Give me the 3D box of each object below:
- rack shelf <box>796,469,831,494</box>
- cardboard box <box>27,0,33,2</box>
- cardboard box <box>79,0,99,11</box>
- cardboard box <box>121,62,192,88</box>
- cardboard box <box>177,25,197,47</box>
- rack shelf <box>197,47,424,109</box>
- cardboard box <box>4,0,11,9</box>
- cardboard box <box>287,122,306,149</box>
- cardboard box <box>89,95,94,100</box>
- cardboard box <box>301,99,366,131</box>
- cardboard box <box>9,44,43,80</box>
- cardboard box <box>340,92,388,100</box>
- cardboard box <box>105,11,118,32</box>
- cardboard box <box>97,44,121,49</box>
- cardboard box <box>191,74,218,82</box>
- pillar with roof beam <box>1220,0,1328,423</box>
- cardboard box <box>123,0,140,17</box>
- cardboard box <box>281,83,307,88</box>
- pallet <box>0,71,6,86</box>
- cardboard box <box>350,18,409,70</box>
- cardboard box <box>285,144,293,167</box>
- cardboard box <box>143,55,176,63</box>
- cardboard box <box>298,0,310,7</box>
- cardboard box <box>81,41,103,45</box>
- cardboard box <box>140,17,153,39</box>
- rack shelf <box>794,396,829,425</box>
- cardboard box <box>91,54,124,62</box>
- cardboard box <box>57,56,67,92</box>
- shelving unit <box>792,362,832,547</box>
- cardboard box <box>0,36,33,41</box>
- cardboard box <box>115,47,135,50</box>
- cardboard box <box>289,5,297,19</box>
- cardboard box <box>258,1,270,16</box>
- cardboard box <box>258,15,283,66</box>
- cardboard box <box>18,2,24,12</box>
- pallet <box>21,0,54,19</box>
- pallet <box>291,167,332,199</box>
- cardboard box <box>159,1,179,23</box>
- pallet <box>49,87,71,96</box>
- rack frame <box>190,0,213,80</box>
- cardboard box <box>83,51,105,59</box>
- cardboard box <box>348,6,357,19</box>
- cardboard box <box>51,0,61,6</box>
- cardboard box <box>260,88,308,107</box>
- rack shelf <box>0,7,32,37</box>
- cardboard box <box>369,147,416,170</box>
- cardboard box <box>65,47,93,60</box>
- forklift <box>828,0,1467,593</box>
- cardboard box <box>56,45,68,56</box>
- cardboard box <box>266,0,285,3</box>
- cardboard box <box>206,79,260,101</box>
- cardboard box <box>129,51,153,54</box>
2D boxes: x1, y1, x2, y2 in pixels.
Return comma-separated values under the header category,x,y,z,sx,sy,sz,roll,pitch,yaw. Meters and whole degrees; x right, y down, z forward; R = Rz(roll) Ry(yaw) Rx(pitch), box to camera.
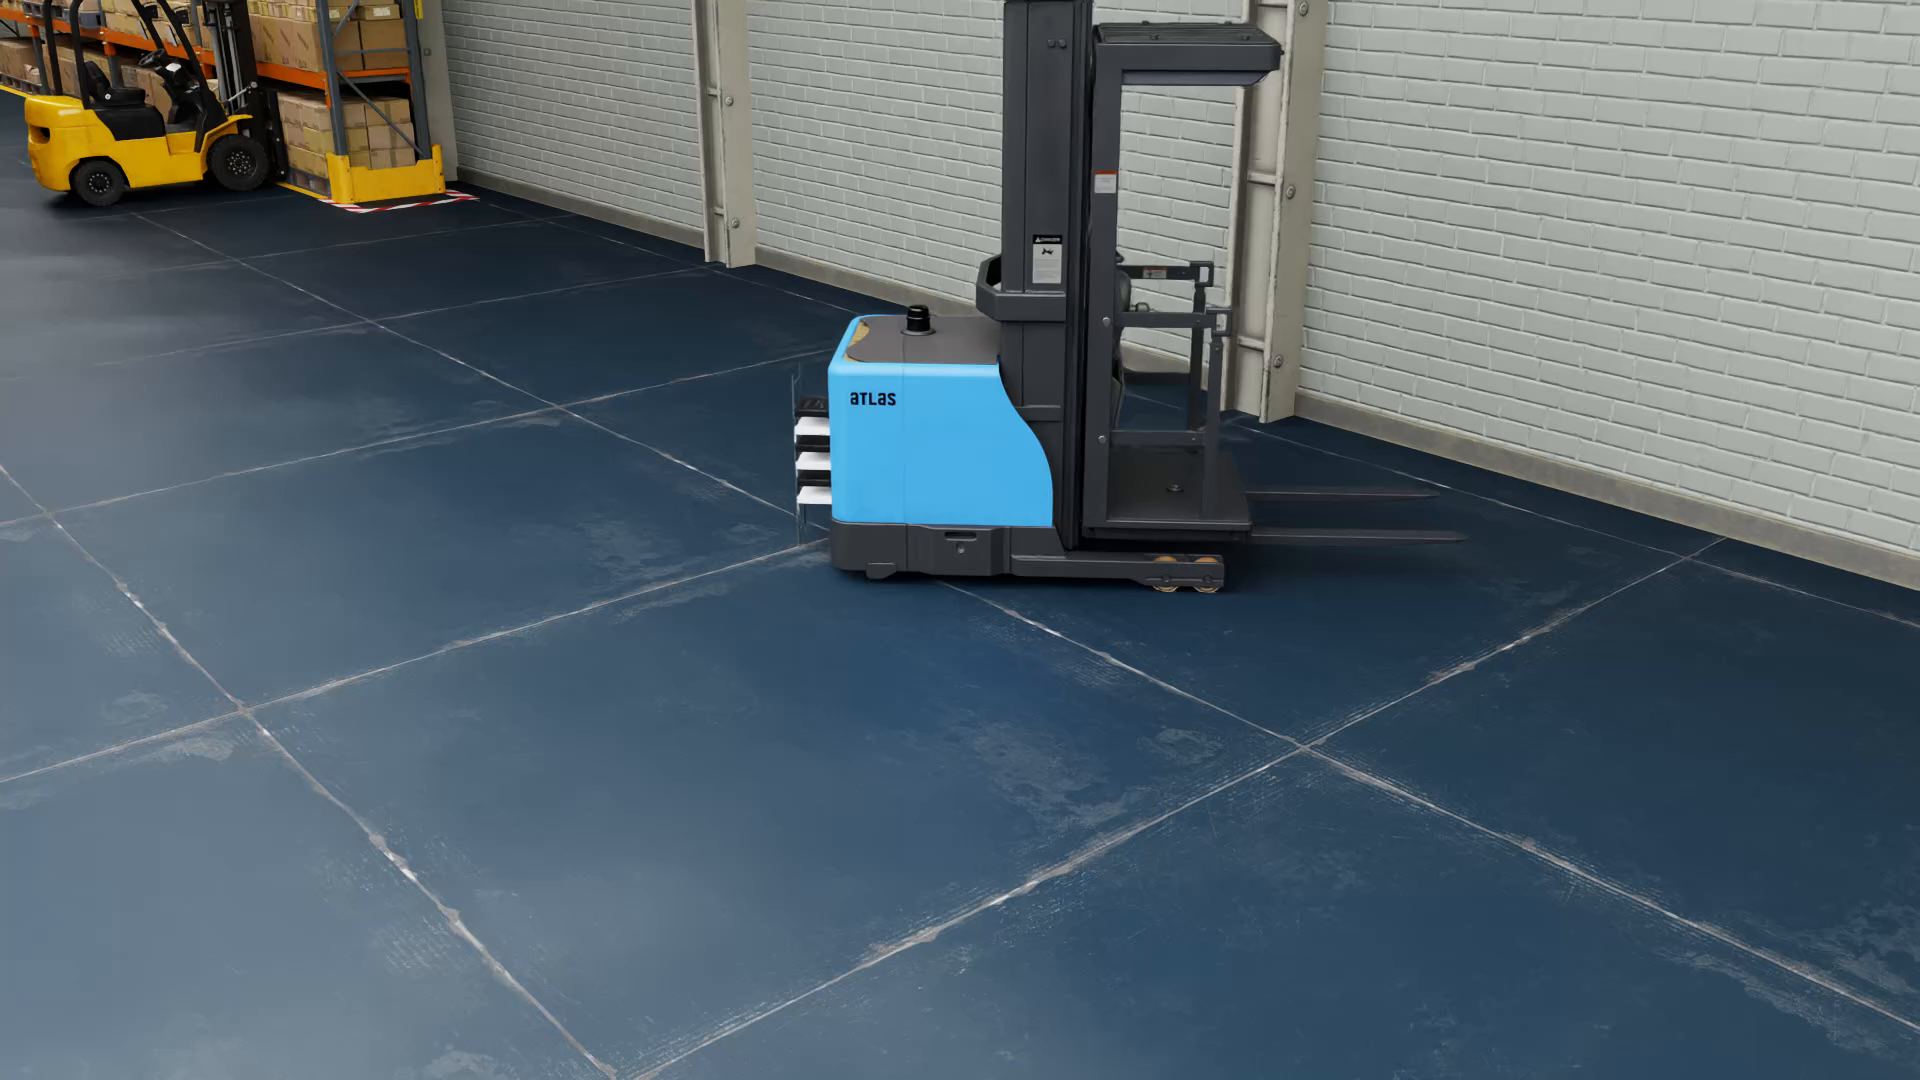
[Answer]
category,x,y,z,sx,sy,sz,roll,pitch,yaw
rack shelf,-0.704,-0.309,8.376,0.200,0.077,0.258,1,21,4
cardboard box,-13.863,-8.491,25.337,0.700,0.500,0.500,-17,27,-36
cardboard box,-12.117,-7.499,23.287,0.380,0.149,0.250,-17,27,-36
cardboard box,-11.001,-6.245,22.995,0.875,0.625,0.625,-16,27,-36
cardboard box,-9.314,-6.233,20.489,0.500,0.250,0.500,-17,27,-36
rack shelf,-7.481,-5.338,18.986,1.077,0.370,4.000,-17,27,-37
cardboard box,-15.121,-8.622,26.730,0.380,0.149,0.250,-18,28,-38
cardboard box,-7.050,-4.470,18.291,0.500,0.250,0.500,-18,28,-38
cardboard box,-12.499,-6.713,24.361,0.500,0.500,0.500,-16,27,-35
cardboard box,-6.713,-4.554,17.822,0.500,0.250,0.500,-16,27,-36
cardboard box,-15.086,-7.849,27.262,0.700,0.500,0.500,-19,28,-39
cardboard box,-6.675,-4.816,18.491,0.500,0.250,0.500,-17,27,-37
cardboard box,-11.293,-7.080,22.653,0.500,0.250,0.500,-17,27,-37
cardboard box,-13.022,-7.535,25.572,0.380,0.149,0.250,-19,28,-40
cardboard box,-9.637,-5.673,21.535,0.875,0.625,0.625,-18,28,-38
pillar with roof beam,-1.376,-3.980,6.308,9.100,9.000,0.400,-17,27,-37
cardboard box,-10.639,-7.025,21.828,0.500,0.250,0.500,-18,28,-39
cardboard box,-7.657,-5.237,19.565,0.500,0.250,0.500,-17,27,-37
pallet,-16.049,-8.001,28.624,1.003,0.211,1.213,-17,27,-37
cardboard box,-6.289,-5.370,17.944,0.500,0.500,0.500,-16,27,-36
cardboard box,-7.359,-4.370,18.723,0.500,0.250,0.500,-17,27,-37
cardboard box,-11.502,-6.883,23.906,0.380,0.149,0.250,-16,26,-35
cardboard box,-6.754,-5.717,17.533,0.380,0.149,0.250,-17,27,-37
cardboard box,-13.550,-7.736,26.086,0.380,0.149,0.250,-19,28,-39
cardboard box,-10.290,-6.656,21.569,0.500,0.250,0.500,-16,27,-36
rack shelf,-0.704,-0.644,8.245,0.200,0.077,0.258,1,21,4
cardboard box,-12.252,-6.892,23.929,0.380,0.149,0.250,-19,28,-39
cardboard box,-13.509,-7.135,25.441,0.500,0.500,0.500,-18,28,-38
shelving unit,-0.704,-0.423,8.331,0.210,0.900,0.258,1,21,4
cardboard box,-16.292,-8.382,28.620,0.797,0.503,0.637,-19,28,-39
cardboard box,-12.531,-7.312,25.001,0.380,0.149,0.250,-19,28,-39
cardboard box,-6.927,-5.648,17.764,0.380,0.149,0.250,-17,27,-36
cardboard box,-7.470,-5.847,18.272,0.380,0.149,0.250,-17,27,-37
cardboard box,-7.362,-5.527,18.346,0.500,0.500,0.500,-18,28,-38
cardboard box,-14.595,-8.414,26.197,0.380,0.149,0.250,-17,27,-36
pallet,-13.570,-8.100,25.314,1.003,0.211,1.213,-17,27,-37
pallet,-6.707,-4.023,18.467,1.003,0.211,1.213,-17,27,-37
cardboard box,-9.642,-6.604,20.751,0.500,0.250,0.500,-18,28,-39
pallet,-13.449,-6.922,25.867,1.003,0.211,1.213,-17,27,-37
rack frame,-8.787,-6.225,20.266,1.000,3.000,0.127,-17,27,-37
cardboard box,-12.756,-7.113,24.495,0.380,0.149,0.250,-19,28,-40
cardboard box,-6.410,-5.677,17.840,0.380,0.149,0.250,-17,27,-37
cardboard box,-13.012,-8.131,24.418,0.700,0.500,0.500,-18,27,-38
cardboard box,-7.712,-4.973,18.890,0.500,0.250,0.500,-18,28,-38
rack shelf,-15.314,-8.653,27.451,1.077,0.370,4.000,-17,27,-37
cardboard box,-6.348,-4.218,18.334,0.500,0.250,0.500,-17,27,-37
cardboard box,-13.237,-7.330,25.049,0.380,0.149,0.250,-18,27,-38
forklift,0.915,-1.314,7.821,3.031,2.935,1.130,1,21,3
cardboard box,-13.737,-7.549,25.607,0.380,0.149,0.250,-18,28,-39
cardboard box,-7.305,-5.915,18.038,0.380,0.149,0.250,-17,27,-36
cardboard box,-8.709,-5.398,19.976,0.500,0.250,0.500,-18,28,-38
cardboard box,-11.985,-7.109,24.484,0.380,0.149,0.250,-19,28,-40
